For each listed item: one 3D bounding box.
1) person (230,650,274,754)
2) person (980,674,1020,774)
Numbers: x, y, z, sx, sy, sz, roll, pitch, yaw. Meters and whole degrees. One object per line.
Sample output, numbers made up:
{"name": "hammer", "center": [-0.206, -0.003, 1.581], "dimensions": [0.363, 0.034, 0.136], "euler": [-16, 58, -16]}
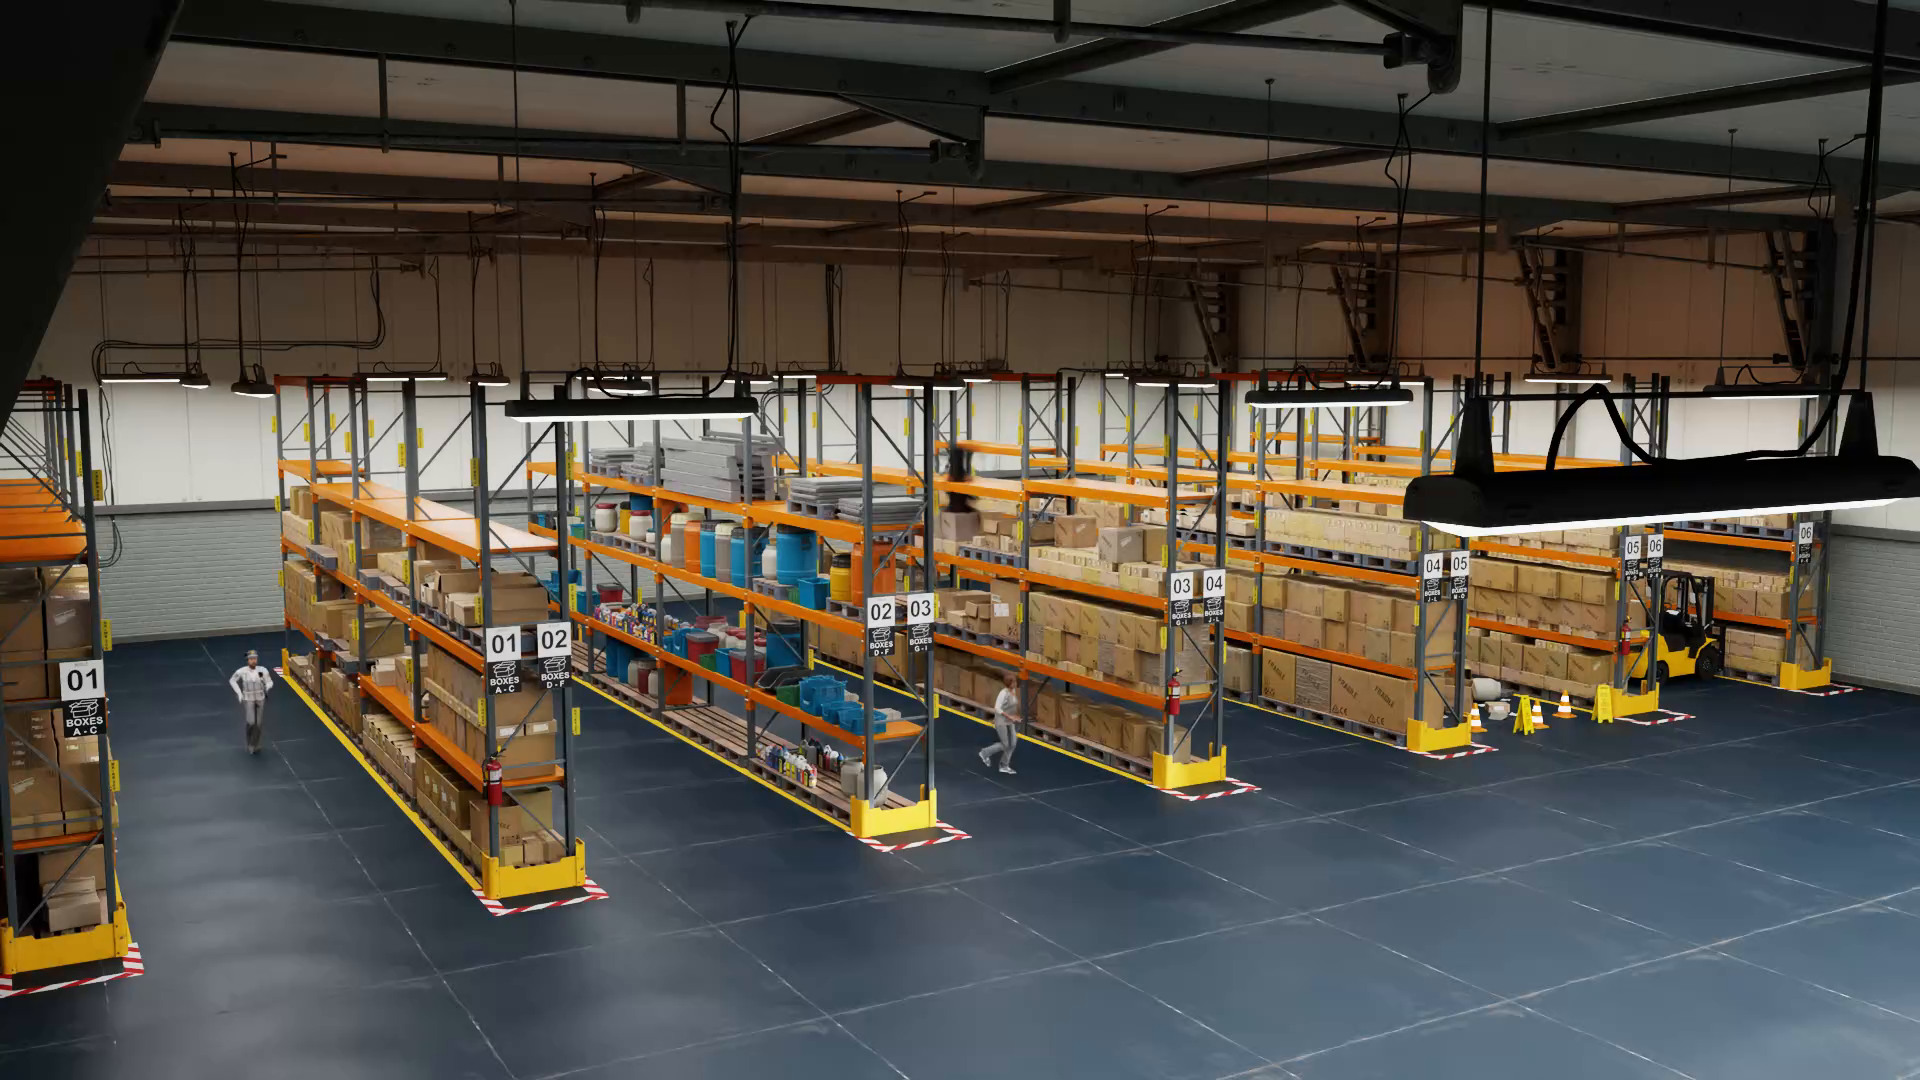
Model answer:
{"name": "person", "center": [-11.312, 2.588, 26.626], "dimensions": [0.632, 1.679, 0.631], "euler": [-3, 7, -29]}
{"name": "person", "center": [0.630, 2.797, 25.432], "dimensions": [0.685, 1.548, 0.539], "euler": [4, 7, 32]}
